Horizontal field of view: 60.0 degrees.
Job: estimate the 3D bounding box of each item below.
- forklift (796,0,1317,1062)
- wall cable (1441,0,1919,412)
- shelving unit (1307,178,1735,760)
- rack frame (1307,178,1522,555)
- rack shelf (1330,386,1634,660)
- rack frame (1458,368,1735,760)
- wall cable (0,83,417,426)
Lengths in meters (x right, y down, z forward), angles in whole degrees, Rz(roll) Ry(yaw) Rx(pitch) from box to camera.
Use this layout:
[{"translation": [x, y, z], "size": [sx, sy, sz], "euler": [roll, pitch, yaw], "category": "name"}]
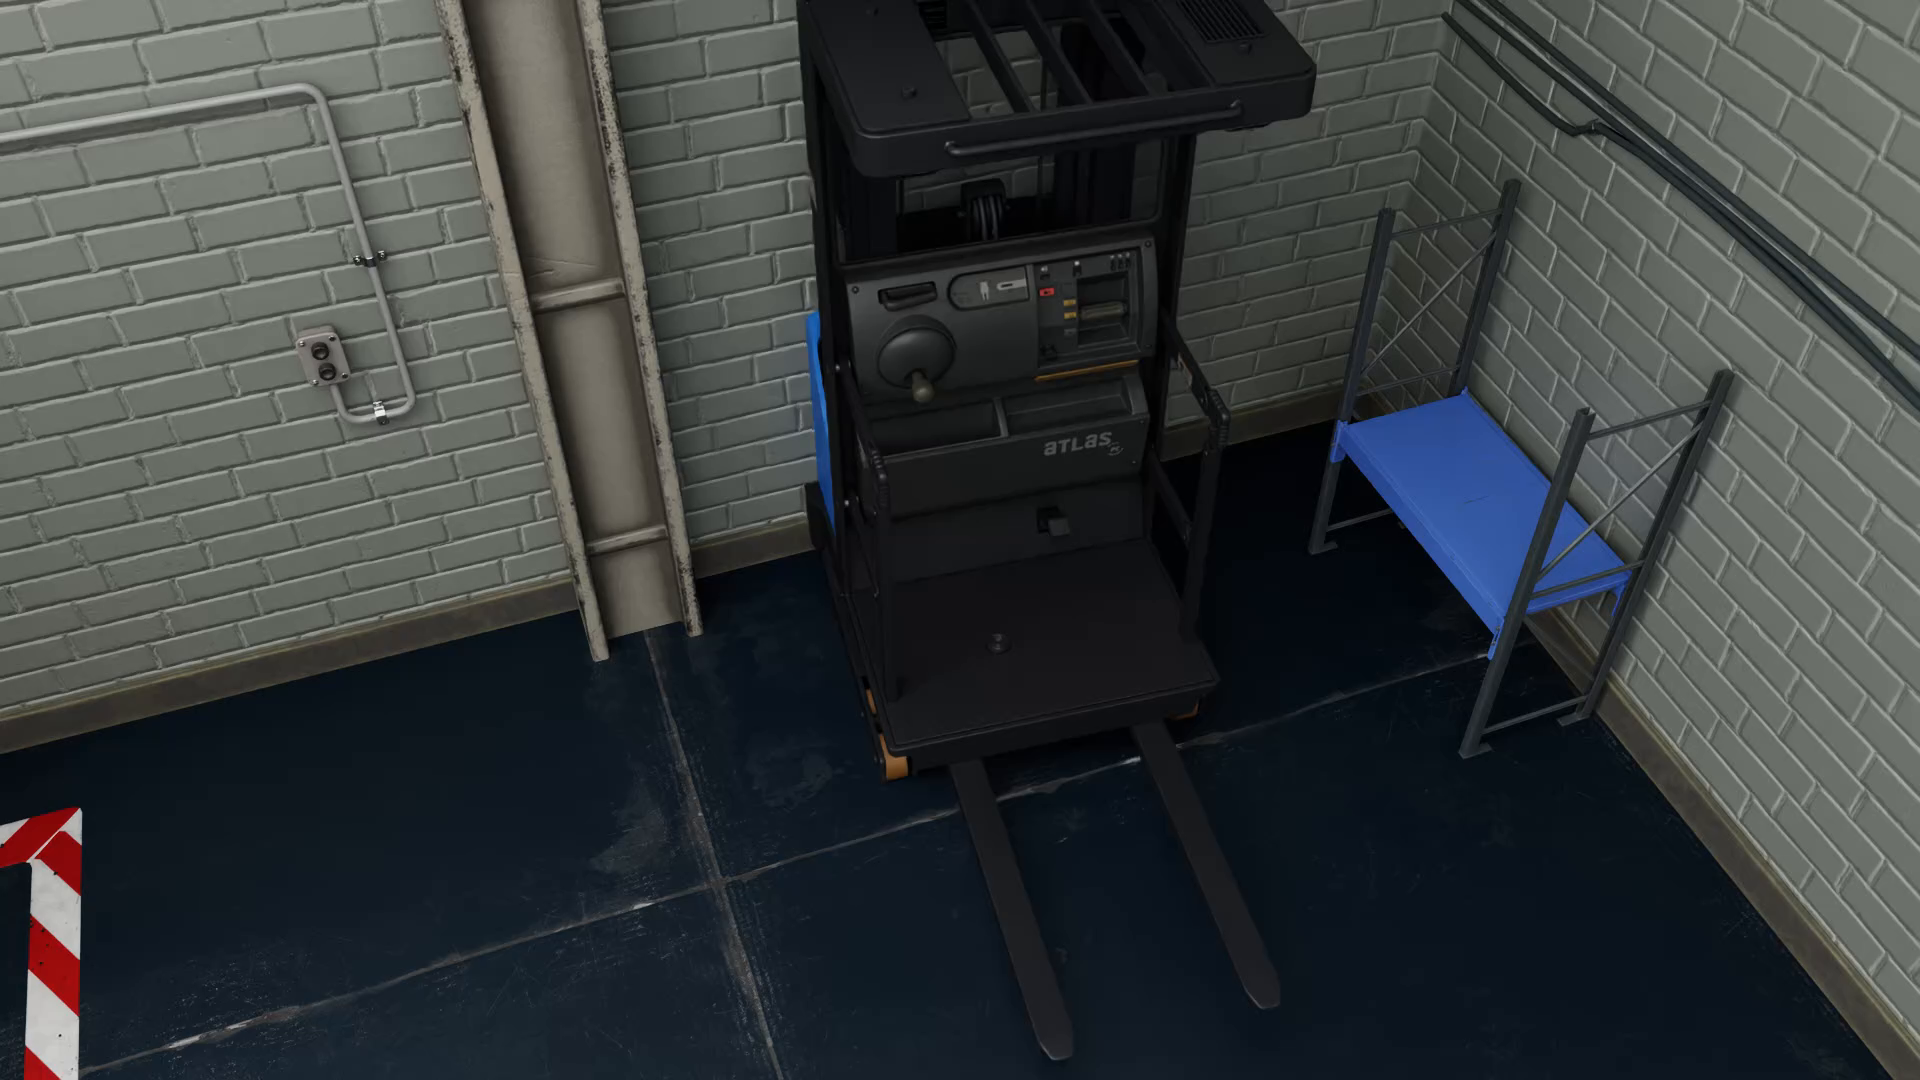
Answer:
[{"translation": [0.190, -0.557, 4.736], "size": [1.130, 2.935, 3.031], "euler": [-11, 46, -10], "category": "forklift"}, {"translation": [2.048, -1.699, 3.783], "size": [0.112, 2.526, 3.097], "euler": [-14, 47, -14], "category": "wall cable"}, {"translation": [1.719, -0.210, 5.400], "size": [0.538, 1.500, 1.048], "euler": [-15, 47, -15], "category": "shelving unit"}, {"translation": [1.538, -0.546, 5.736], "size": [0.500, 1.500, 0.032], "euler": [-15, 47, -15], "category": "rack frame"}, {"translation": [1.719, -0.083, 5.528], "size": [0.538, 0.185, 1.000], "euler": [-15, 47, -15], "category": "rack shelf"}, {"translation": [1.900, 0.127, 5.065], "size": [0.500, 1.500, 0.032], "euler": [-15, 47, -15], "category": "rack frame"}, {"translation": [-2.510, -0.852, 4.265], "size": [1.851, 1.984, 0.084], "euler": [-14, 47, -14], "category": "wall cable"}]
